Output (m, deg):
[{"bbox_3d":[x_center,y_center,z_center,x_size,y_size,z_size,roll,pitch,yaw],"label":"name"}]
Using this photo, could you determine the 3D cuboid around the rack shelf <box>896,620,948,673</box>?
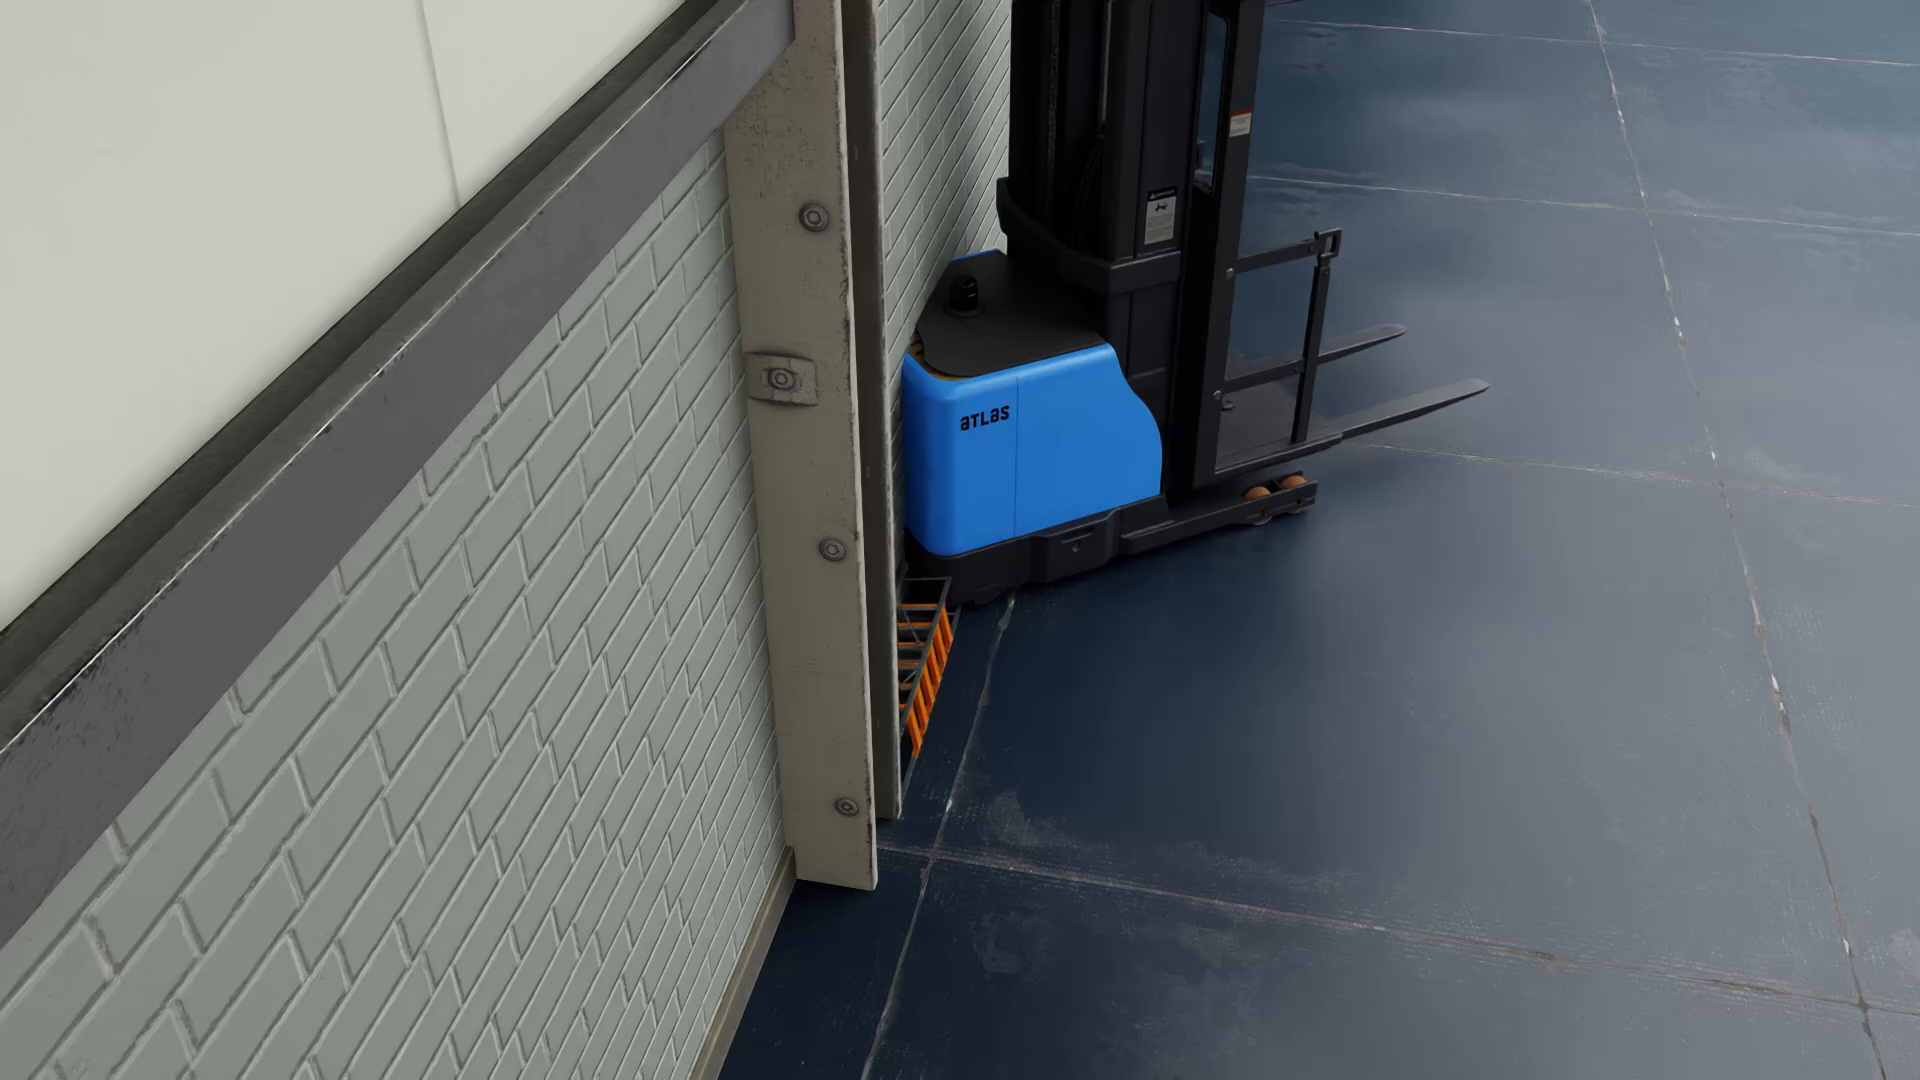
[{"bbox_3d":[-0.193,0.419,6.487,0.258,0.180,0.103,-2,35,15],"label":"rack shelf"}]

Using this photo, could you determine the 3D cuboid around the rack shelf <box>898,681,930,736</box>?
[{"bbox_3d":[-0.260,0.629,6.203,0.258,0.180,0.103,-2,35,15],"label":"rack shelf"}]

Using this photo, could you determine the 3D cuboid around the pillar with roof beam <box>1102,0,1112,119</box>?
[{"bbox_3d":[5.088,-5.492,7.159,9.100,9.000,0.400,7,37,10],"label":"pillar with roof beam"}]

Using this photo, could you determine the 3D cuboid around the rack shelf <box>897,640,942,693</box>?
[{"bbox_3d":[-0.215,0.489,6.392,0.258,0.180,0.103,-2,35,15],"label":"rack shelf"}]

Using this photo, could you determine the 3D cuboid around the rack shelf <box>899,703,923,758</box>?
[{"bbox_3d":[-0.283,0.699,6.108,0.258,0.180,0.103,-2,35,15],"label":"rack shelf"}]

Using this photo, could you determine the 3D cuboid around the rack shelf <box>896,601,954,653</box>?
[{"bbox_3d":[-0.170,0.348,6.582,0.258,0.180,0.103,-2,35,15],"label":"rack shelf"}]

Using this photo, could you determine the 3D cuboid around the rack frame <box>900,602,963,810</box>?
[{"bbox_3d":[-0.213,0.607,6.384,0.240,0.006,1.200,-2,35,15],"label":"rack frame"}]

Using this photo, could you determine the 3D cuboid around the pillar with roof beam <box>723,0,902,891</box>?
[{"bbox_3d":[3.806,-2.052,2.413,9.100,9.000,0.400,7,37,10],"label":"pillar with roof beam"}]

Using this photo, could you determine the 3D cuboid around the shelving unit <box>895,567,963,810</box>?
[{"bbox_3d":[-0.229,0.533,6.333,0.258,0.189,1.200,-2,35,15],"label":"shelving unit"}]

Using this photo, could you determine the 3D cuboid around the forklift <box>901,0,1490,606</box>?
[{"bbox_3d":[1.013,-1.514,6.841,3.031,2.935,1.130,-16,39,-21],"label":"forklift"}]

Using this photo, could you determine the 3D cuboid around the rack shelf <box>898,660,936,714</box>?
[{"bbox_3d":[-0.238,0.559,6.298,0.258,0.180,0.103,-2,35,15],"label":"rack shelf"}]

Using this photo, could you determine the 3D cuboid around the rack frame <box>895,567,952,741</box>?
[{"bbox_3d":[-0.246,0.459,6.282,0.240,0.006,1.200,-2,35,15],"label":"rack frame"}]
